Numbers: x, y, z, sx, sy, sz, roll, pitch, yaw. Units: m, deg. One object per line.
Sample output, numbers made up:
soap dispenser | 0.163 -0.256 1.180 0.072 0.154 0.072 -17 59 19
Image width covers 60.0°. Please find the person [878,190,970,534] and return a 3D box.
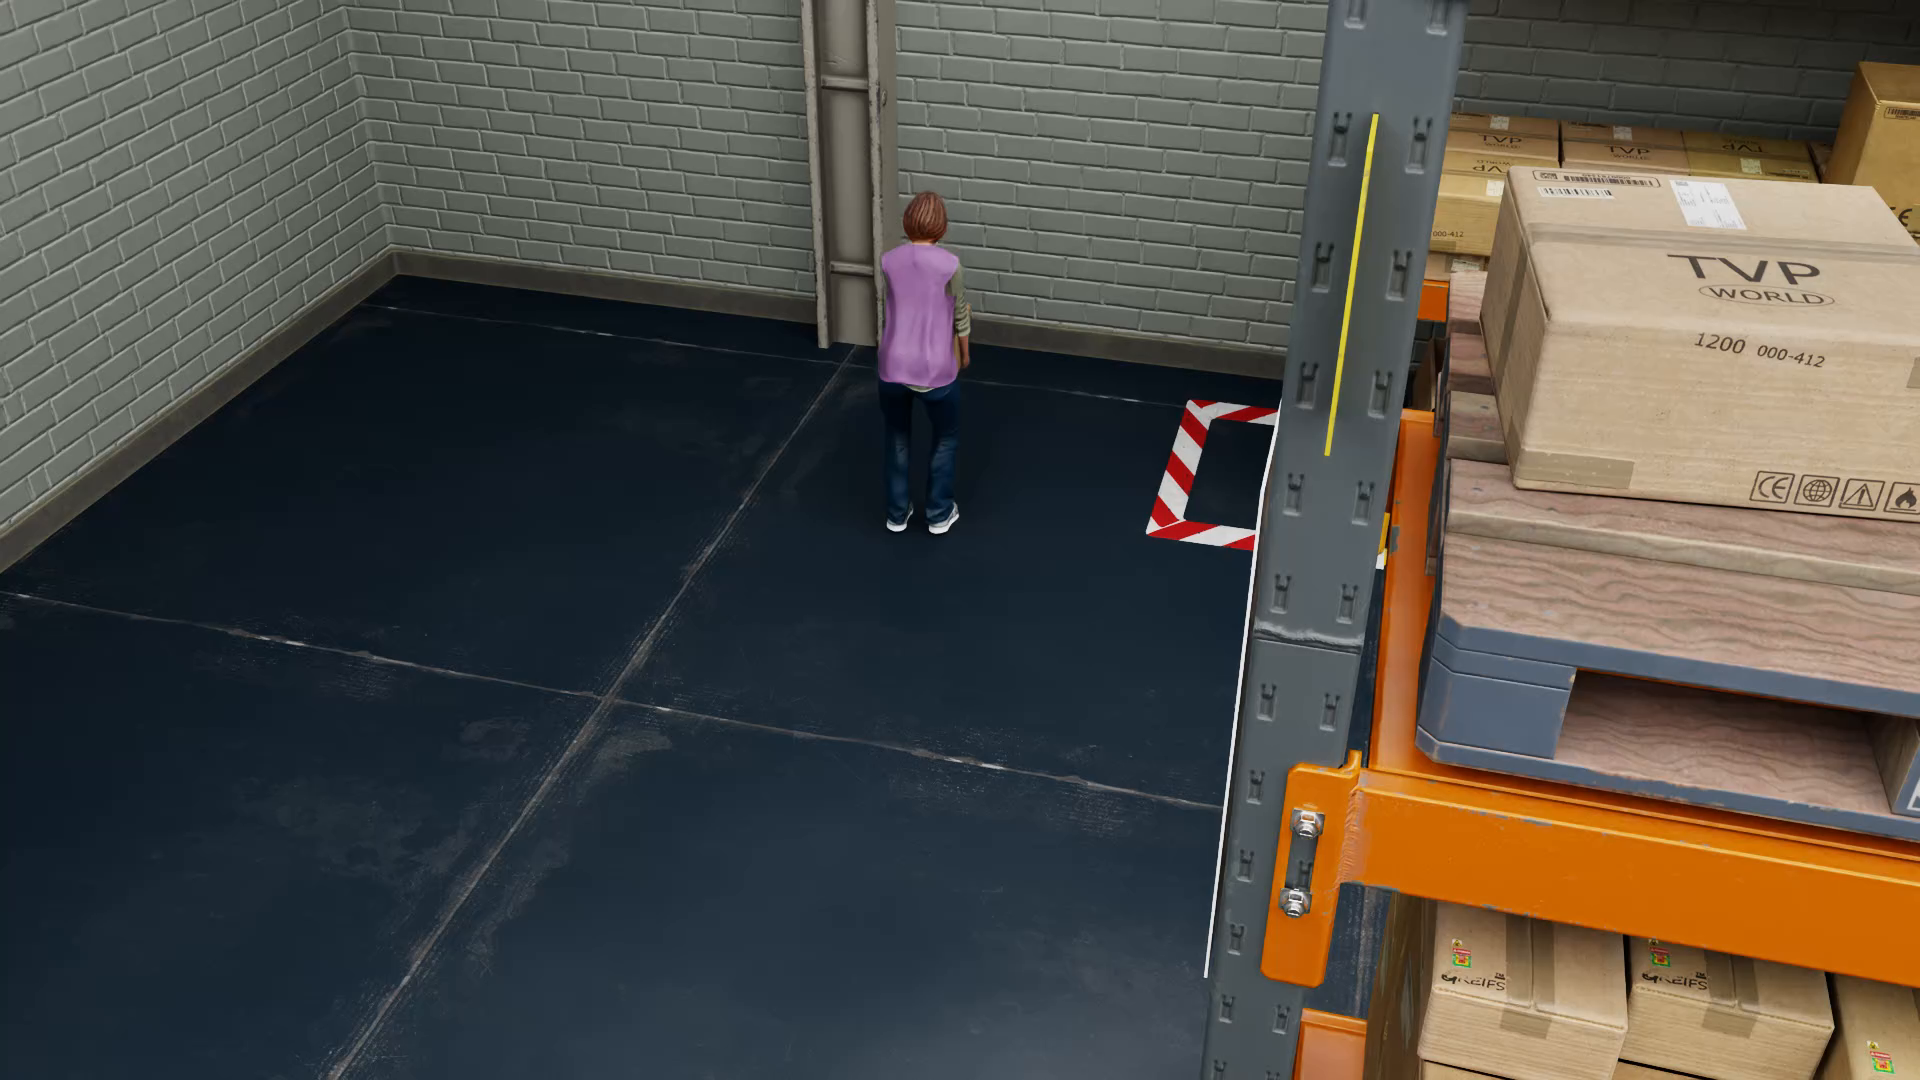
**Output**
person | -0.162 -0.754 7.354 0.372 1.542 0.542 8 34 11
